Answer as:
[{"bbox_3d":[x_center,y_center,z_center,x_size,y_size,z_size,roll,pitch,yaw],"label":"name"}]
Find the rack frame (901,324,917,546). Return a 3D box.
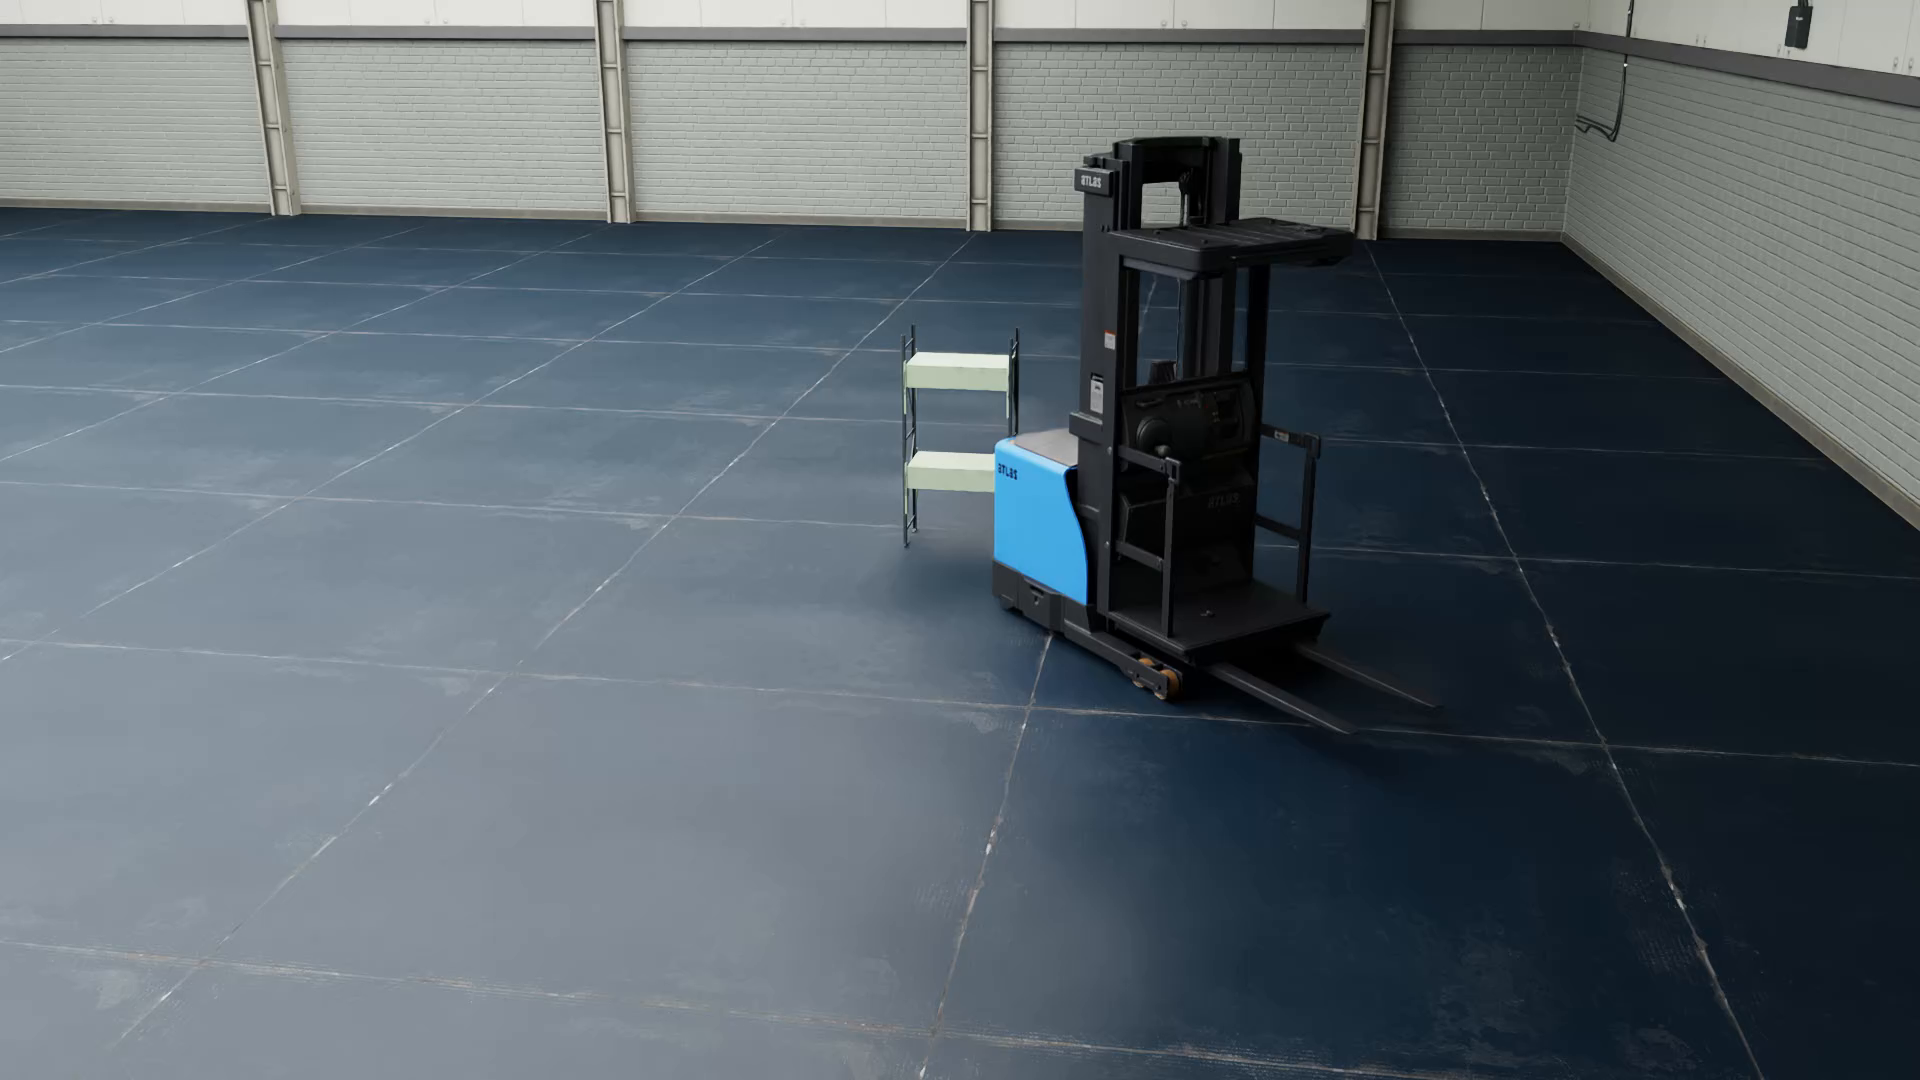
[{"bbox_3d":[-0.355,-0.729,11.619,0.023,1.500,0.400,3,19,9],"label":"rack frame"}]

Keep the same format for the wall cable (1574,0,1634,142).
[{"bbox_3d":[8.945,-6.907,23.158,0.112,2.526,3.097,3,19,9],"label":"wall cable"}]

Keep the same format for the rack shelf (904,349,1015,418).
[{"bbox_3d":[0.007,-1.081,11.440,0.720,0.370,0.431,3,19,9],"label":"rack shelf"}]

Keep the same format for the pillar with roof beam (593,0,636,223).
[{"bbox_3d":[-6.285,-8.198,22.121,0.400,9.000,9.100,3,19,9],"label":"pillar with roof beam"}]

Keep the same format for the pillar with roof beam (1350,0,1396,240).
[{"bbox_3d":[5.563,-7.594,20.316,0.400,9.000,9.100,3,19,9],"label":"pillar with roof beam"}]

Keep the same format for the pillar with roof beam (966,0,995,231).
[{"bbox_3d":[-0.361,-7.896,21.218,0.400,9.000,9.100,3,19,9],"label":"pillar with roof beam"}]

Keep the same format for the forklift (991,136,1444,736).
[{"bbox_3d":[1.408,-0.679,9.212,1.130,2.935,3.031,-11,22,-30],"label":"forklift"}]

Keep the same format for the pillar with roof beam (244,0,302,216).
[{"bbox_3d":[-12.209,-8.499,23.023,0.400,9.000,9.100,3,19,9],"label":"pillar with roof beam"}]

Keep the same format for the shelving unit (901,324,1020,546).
[{"bbox_3d":[0.007,-0.711,11.564,0.755,1.500,0.431,3,19,9],"label":"shelving unit"}]

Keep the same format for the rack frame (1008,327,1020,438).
[{"bbox_3d":[0.368,-0.692,11.509,0.023,1.500,0.400,3,19,9],"label":"rack frame"}]

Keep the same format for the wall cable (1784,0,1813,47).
[{"bbox_3d":[7.423,-7.019,13.239,0.169,6.003,2.305,3,19,9],"label":"wall cable"}]

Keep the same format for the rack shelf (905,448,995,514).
[{"bbox_3d":[0.007,-0.402,11.668,0.720,0.370,0.431,3,19,9],"label":"rack shelf"}]
